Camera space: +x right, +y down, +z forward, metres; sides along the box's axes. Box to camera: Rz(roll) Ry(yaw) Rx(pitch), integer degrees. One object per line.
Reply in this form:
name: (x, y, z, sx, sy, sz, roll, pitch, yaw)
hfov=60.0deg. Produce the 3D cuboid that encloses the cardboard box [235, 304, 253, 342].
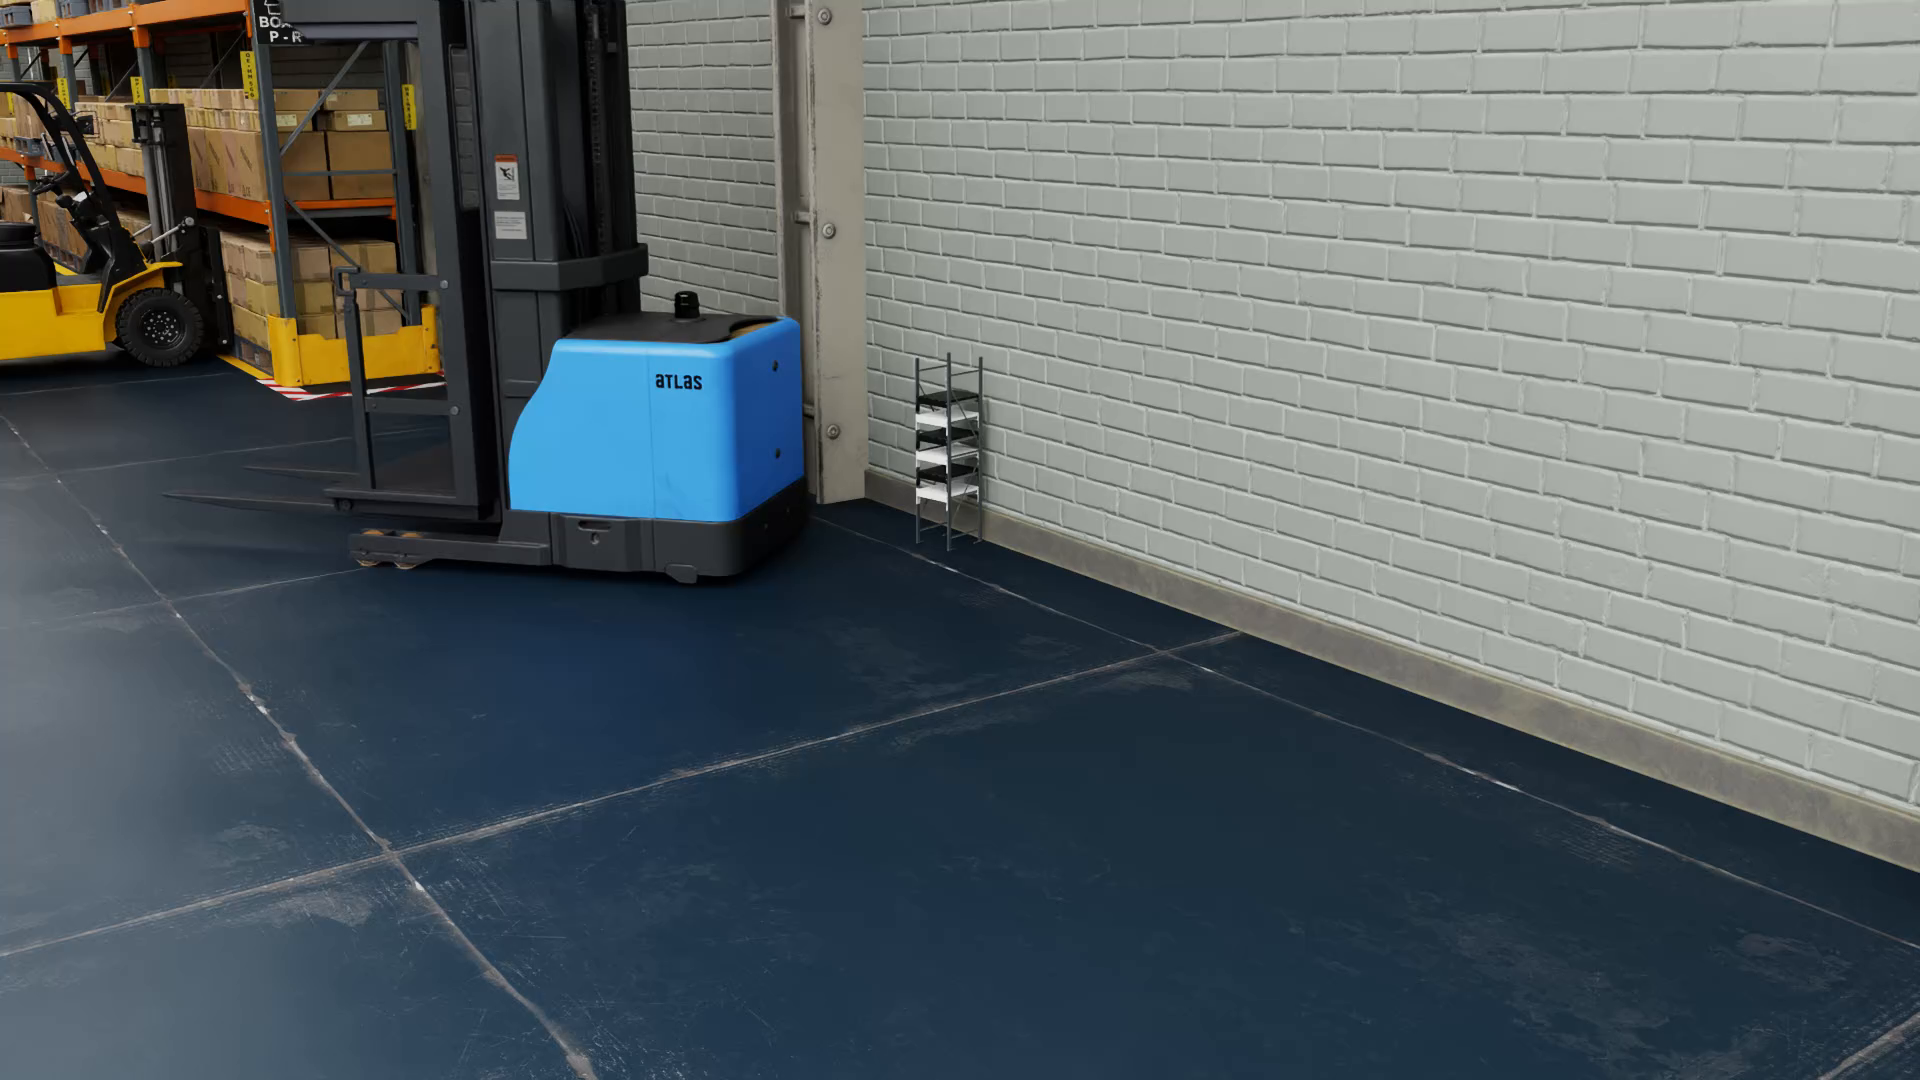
cardboard box: (-5.387, -1.728, 13.119, 0.500, 0.250, 0.500, -11, 19, -35)

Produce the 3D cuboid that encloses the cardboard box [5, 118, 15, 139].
cardboard box: (-12.429, -5.502, 22.215, 0.500, 0.250, 0.500, -11, 19, -34)

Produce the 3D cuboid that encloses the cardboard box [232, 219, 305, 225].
cardboard box: (-6.166, -2.724, 14.866, 0.500, 0.250, 0.500, -11, 19, -35)

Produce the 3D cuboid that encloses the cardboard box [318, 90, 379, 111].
cardboard box: (-4.595, -3.302, 12.476, 0.380, 0.149, 0.250, -11, 19, -36)

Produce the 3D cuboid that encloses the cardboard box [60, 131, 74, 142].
cardboard box: (-9.970, -4.563, 18.745, 0.380, 0.149, 0.250, -10, 18, -34)

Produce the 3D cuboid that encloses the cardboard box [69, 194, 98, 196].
cardboard box: (-10.526, -4.064, 19.954, 0.380, 0.149, 0.250, -12, 19, -37)

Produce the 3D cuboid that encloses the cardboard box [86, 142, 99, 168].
cardboard box: (-8.919, -4.088, 17.612, 0.500, 0.250, 0.500, -11, 19, -36)

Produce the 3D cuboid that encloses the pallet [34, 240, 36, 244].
pallet: (-12.029, -4.057, 22.498, 1.003, 0.211, 1.213, -11, 19, -35)

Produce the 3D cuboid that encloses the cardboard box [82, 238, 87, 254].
cardboard box: (-9.696, -3.455, 18.955, 0.500, 0.500, 0.500, -10, 18, -33)

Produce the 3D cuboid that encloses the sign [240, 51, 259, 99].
sign: (-5.017, -3.284, 11.750, 0.100, 0.325, 0.005, -11, 19, -35)

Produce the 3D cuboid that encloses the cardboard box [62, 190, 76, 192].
cardboard box: (-11.072, -4.290, 20.779, 0.380, 0.149, 0.250, -11, 19, -35)

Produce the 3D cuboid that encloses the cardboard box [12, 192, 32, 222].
cardboard box: (-12.613, -4.550, 22.959, 0.700, 0.500, 0.500, -12, 19, -37)

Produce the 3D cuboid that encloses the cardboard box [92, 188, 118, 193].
cardboard box: (-10.867, -4.425, 21.272, 0.380, 0.149, 0.250, -11, 19, -34)

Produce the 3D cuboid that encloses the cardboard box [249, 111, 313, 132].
cardboard box: (-5.001, -3.084, 12.244, 0.380, 0.149, 0.250, -11, 19, -34)

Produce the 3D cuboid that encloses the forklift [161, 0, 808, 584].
forklift: (-2.315, -1.409, 7.673, 3.031, 2.935, 1.130, 4, 16, 13)

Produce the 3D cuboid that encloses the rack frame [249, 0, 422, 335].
rack frame: (-4.570, -2.692, 12.231, 1.000, 3.000, 0.127, -11, 19, -35)

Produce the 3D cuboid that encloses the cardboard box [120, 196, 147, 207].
cardboard box: (-9.674, -3.972, 19.616, 0.380, 0.149, 0.250, -11, 19, -34)

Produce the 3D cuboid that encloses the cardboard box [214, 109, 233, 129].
cardboard box: (-5.610, -3.303, 13.045, 0.380, 0.149, 0.250, -12, 19, -36)

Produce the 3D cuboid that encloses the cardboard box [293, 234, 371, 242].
cardboard box: (-4.996, -2.289, 13.277, 0.500, 0.250, 0.500, -11, 19, -34)

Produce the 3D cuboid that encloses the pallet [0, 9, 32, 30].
pallet: (-11.299, -6.461, 20.674, 1.213, 0.211, 1.003, -11, 19, -35)

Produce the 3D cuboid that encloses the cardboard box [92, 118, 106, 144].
cardboard box: (-8.624, -4.215, 17.132, 0.500, 0.250, 0.500, -11, 19, -36)

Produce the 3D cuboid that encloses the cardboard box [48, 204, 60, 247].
cardboard box: (-10.912, -3.894, 20.561, 0.500, 0.500, 0.500, -12, 19, -36)

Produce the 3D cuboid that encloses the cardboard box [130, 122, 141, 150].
cardboard box: (-7.417, -3.781, 15.544, 0.500, 0.250, 0.500, -11, 19, -36)

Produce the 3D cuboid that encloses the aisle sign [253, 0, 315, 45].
aisle sign: (-4.769, -3.887, 11.670, 0.394, 0.787, 0.004, -11, 19, -35)

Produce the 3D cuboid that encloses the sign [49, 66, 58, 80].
sign: (-13.517, -6.902, 24.819, 0.100, 0.325, 0.005, -11, 19, -35)

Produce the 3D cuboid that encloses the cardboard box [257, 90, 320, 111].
cardboard box: (-4.951, -3.241, 12.253, 0.380, 0.149, 0.250, -11, 19, -34)

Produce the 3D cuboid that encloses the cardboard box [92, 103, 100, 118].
cardboard box: (-8.831, -4.486, 17.368, 0.380, 0.149, 0.250, -11, 19, -34)

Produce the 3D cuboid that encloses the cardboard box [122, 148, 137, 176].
cardboard box: (-7.730, -3.648, 16.006, 0.500, 0.250, 0.500, -11, 19, -35)

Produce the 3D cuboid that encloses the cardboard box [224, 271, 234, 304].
cardboard box: (-5.716, -2.081, 13.463, 0.500, 0.250, 0.500, -11, 19, -36)

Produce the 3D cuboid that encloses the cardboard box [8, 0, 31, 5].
cardboard box: (-11.169, -6.488, 19.908, 0.380, 0.149, 0.250, -11, 19, -35)

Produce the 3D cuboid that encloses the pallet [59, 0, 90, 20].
pallet: (-8.803, -5.625, 17.623, 1.213, 0.211, 1.003, -10, 18, -32)

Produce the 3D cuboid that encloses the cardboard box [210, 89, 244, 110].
cardboard box: (-5.626, -3.443, 12.993, 0.380, 0.149, 0.250, -10, 18, -33)

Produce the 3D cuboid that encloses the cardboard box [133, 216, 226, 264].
cardboard box: (-7.688, -2.880, 16.620, 0.875, 0.625, 0.625, -11, 19, -35)

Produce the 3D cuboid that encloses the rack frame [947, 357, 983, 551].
rack frame: (0.023, -0.404, 7.848, 0.006, 0.900, 0.240, 14, 20, 40)

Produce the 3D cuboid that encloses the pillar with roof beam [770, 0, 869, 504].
pillar with roof beam: (-4.205, -3.925, 5.371, 9.100, 9.000, 0.400, -11, 19, -35)

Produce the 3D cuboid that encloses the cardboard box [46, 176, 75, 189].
cardboard box: (-11.438, -4.542, 21.137, 0.380, 0.149, 0.250, -12, 19, -37)

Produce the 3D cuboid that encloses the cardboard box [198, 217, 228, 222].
cardboard box: (-6.891, -2.753, 14.972, 0.500, 0.250, 0.500, -11, 19, -35)

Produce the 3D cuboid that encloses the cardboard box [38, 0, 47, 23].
cardboard box: (-10.068, -5.954, 18.751, 0.500, 0.250, 0.500, -11, 19, -34)

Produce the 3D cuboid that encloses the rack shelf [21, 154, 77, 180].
rack shelf: (-10.450, -4.481, 20.128, 1.077, 0.370, 4.000, -11, 19, -35)

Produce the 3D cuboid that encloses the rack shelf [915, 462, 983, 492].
rack shelf: (-0.052, -0.303, 7.946, 0.200, 0.077, 0.258, 14, 20, 40)

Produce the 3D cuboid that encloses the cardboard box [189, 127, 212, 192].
cardboard box: (-5.975, -3.132, 13.649, 0.500, 0.500, 0.500, -11, 19, -34)

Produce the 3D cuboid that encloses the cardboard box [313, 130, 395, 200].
cardboard box: (-4.637, -2.890, 12.762, 0.500, 0.500, 0.500, -10, 18, -33)

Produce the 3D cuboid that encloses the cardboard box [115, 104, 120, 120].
cardboard box: (-8.078, -4.214, 16.374, 0.380, 0.149, 0.250, -11, 19, -34)

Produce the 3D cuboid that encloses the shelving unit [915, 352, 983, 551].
shelving unit: (-0.052, -0.422, 7.914, 0.210, 0.900, 0.258, 14, 20, 40)

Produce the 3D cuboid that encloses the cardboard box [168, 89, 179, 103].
cardboard box: (-6.522, -3.771, 14.191, 0.380, 0.149, 0.250, -10, 18, -33)

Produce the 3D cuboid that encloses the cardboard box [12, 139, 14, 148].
cardboard box: (-12.493, -5.327, 22.332, 0.380, 0.149, 0.250, -10, 18, -33)

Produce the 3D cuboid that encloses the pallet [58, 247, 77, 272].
pallet: (-10.395, -3.481, 20.396, 1.003, 0.211, 1.213, -11, 19, -35)

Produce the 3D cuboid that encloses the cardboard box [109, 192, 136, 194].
cardboard box: (-10.256, -4.202, 20.458, 0.380, 0.149, 0.250, -12, 19, -37)

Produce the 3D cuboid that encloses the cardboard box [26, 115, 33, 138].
cardboard box: (-11.119, -5.036, 20.254, 0.396, 0.266, 0.258, -10, 18, -32)

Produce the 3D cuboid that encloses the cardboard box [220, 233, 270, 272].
cardboard box: (-5.703, -2.315, 13.372, 0.500, 0.250, 0.500, -11, 19, -34)

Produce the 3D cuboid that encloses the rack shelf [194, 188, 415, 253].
rack shelf: (-5.746, -2.772, 13.887, 1.077, 0.370, 4.000, -11, 19, -35)
